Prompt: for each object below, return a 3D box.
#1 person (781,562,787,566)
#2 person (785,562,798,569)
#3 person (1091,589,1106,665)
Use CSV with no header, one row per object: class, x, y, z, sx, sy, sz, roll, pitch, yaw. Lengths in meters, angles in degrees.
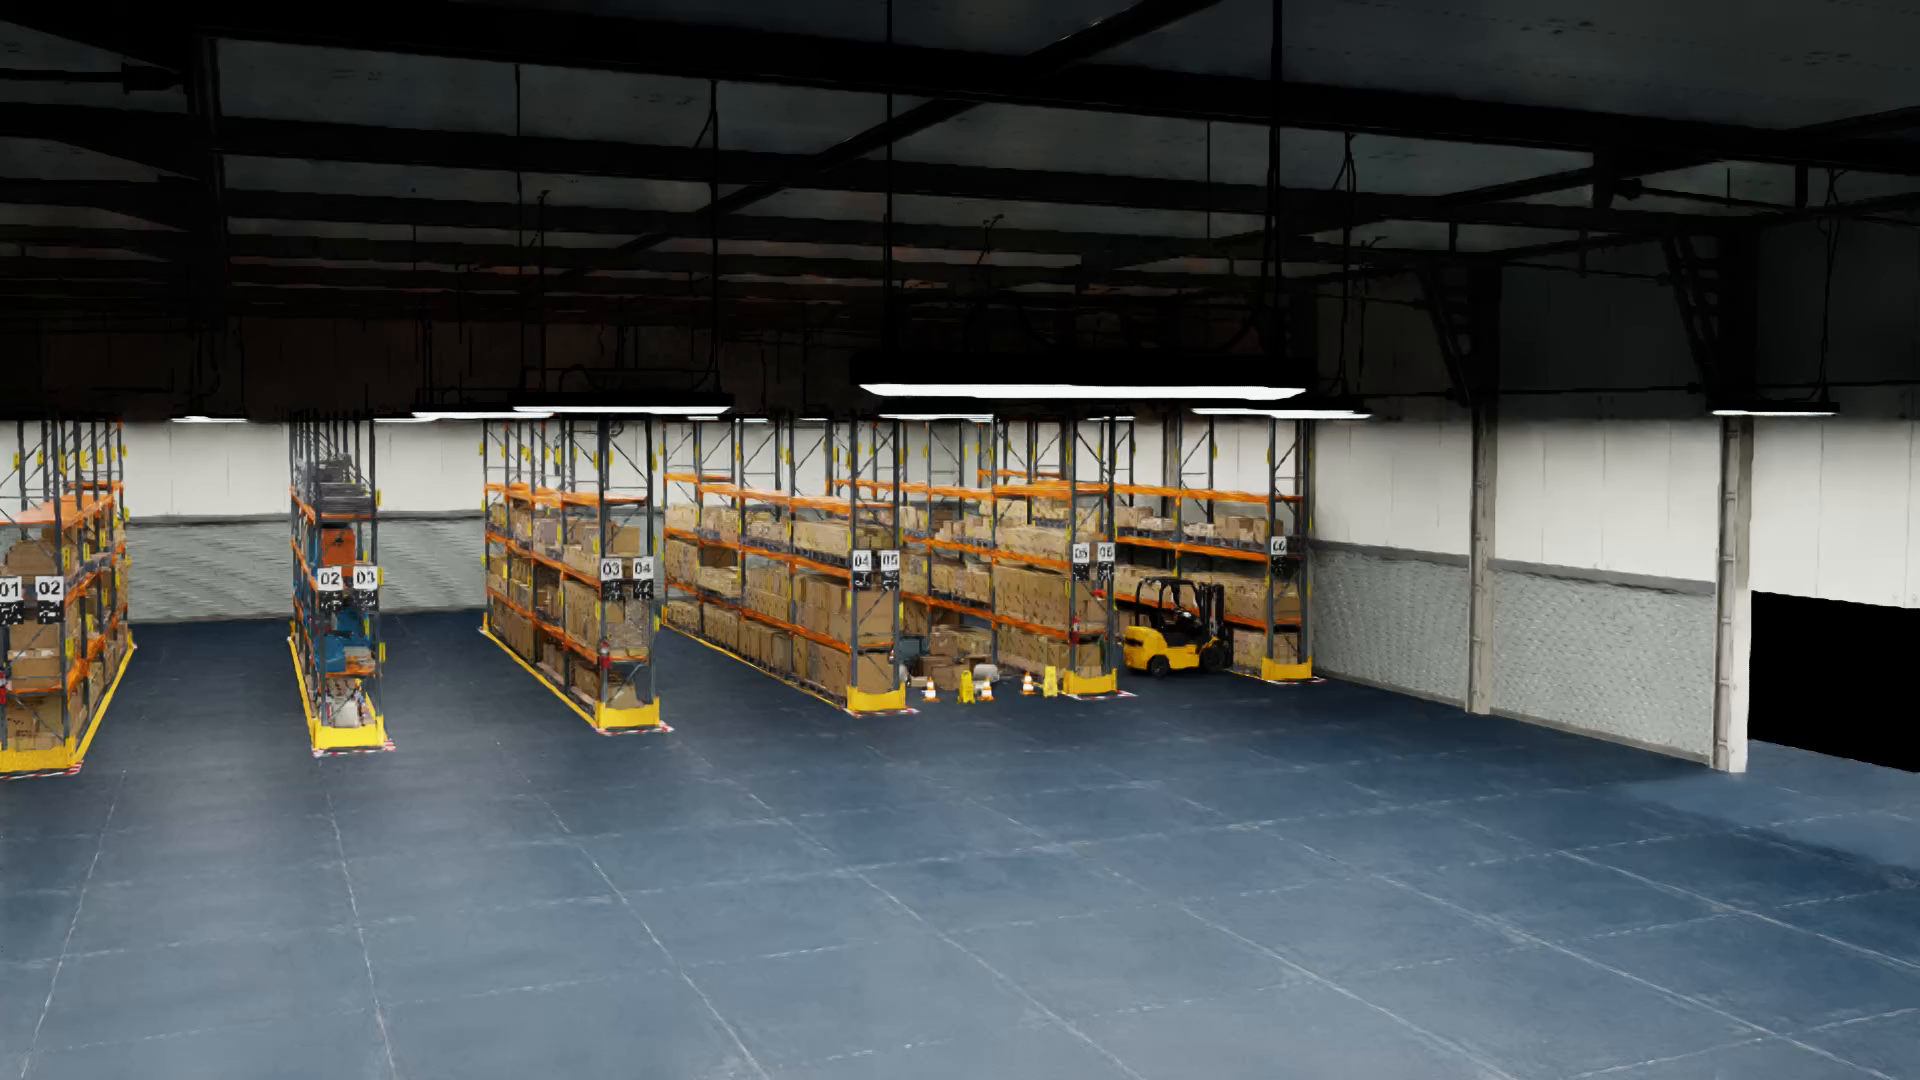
person,-5.100,1.489,47.772,0.588,1.745,0.684,-1,4,-12
person,-5.394,1.179,53.192,0.448,1.601,1.006,-1,4,-14
person,3.191,2.057,39.433,0.528,1.783,0.648,0,4,2
